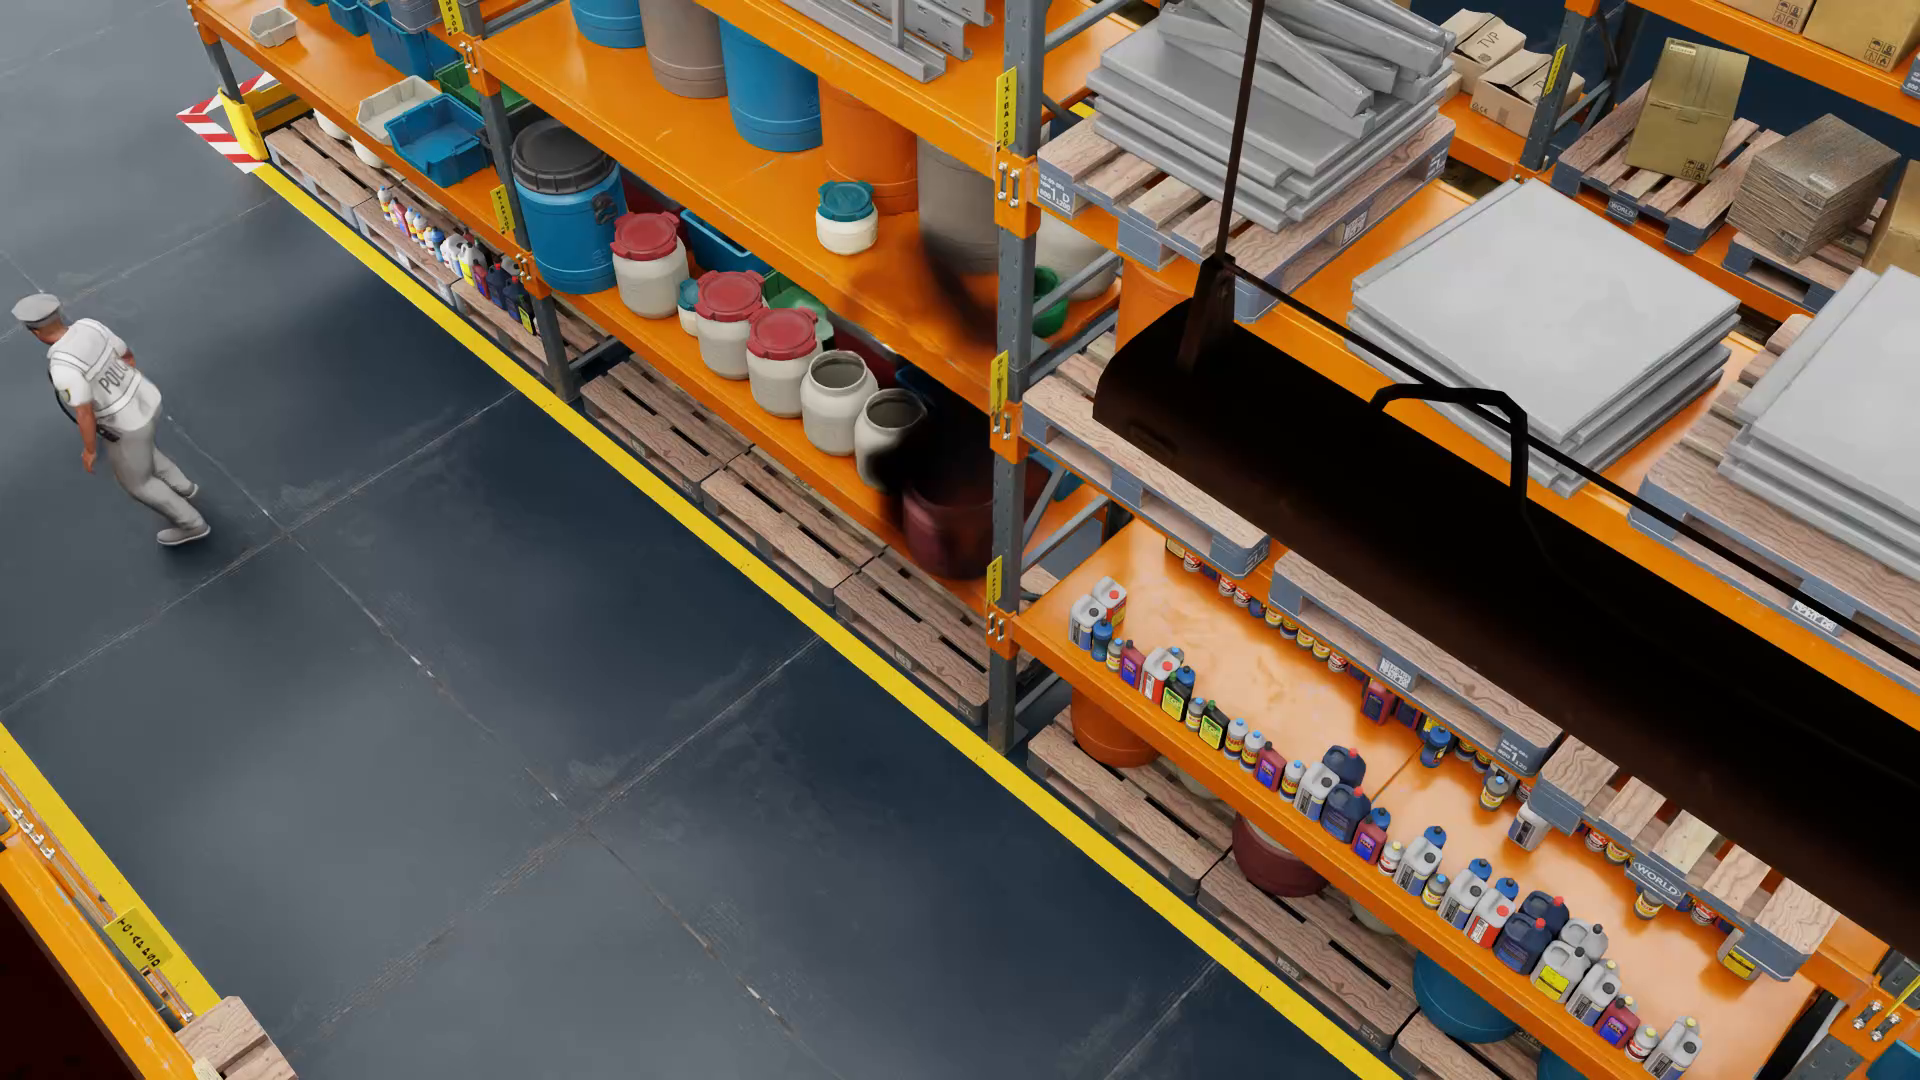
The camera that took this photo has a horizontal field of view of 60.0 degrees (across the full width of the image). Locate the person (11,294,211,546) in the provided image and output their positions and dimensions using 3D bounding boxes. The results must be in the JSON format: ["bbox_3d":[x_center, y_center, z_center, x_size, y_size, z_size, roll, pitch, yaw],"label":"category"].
[{"bbox_3d":[-5.008,-0.708,9.908,0.640,1.676,0.680,0,50,0],"label":"person"}]
